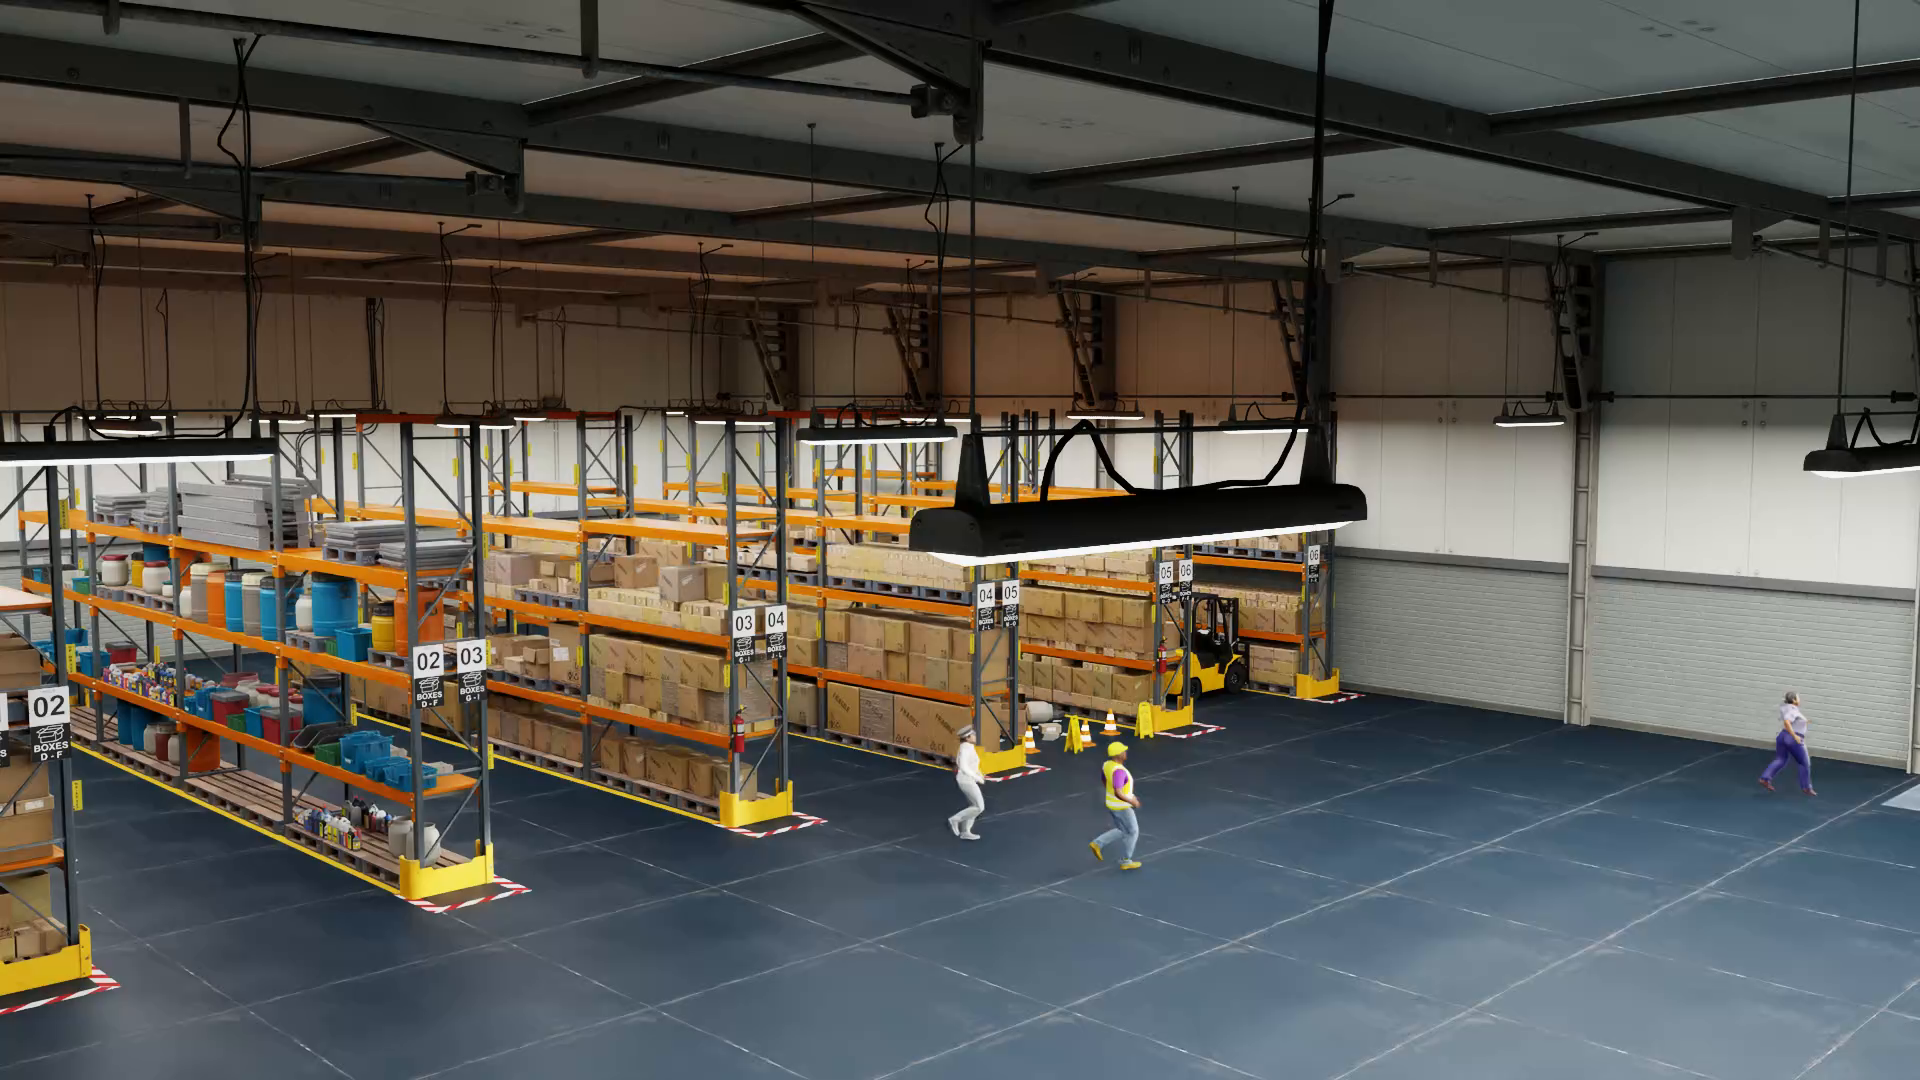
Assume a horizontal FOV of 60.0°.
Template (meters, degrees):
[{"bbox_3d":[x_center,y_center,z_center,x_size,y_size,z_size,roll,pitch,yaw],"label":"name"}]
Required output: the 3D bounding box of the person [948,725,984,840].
[{"bbox_3d":[0.092,3.448,23.693,0.543,1.651,0.600,-1,5,-8],"label":"person"}]

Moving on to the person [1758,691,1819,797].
[{"bbox_3d":[13.118,3.222,26.270,0.895,1.658,0.594,0,5,-3],"label":"person"}]

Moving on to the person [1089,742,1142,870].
[{"bbox_3d":[2.093,3.546,22.183,0.703,1.723,0.705,-1,5,-15],"label":"person"}]
